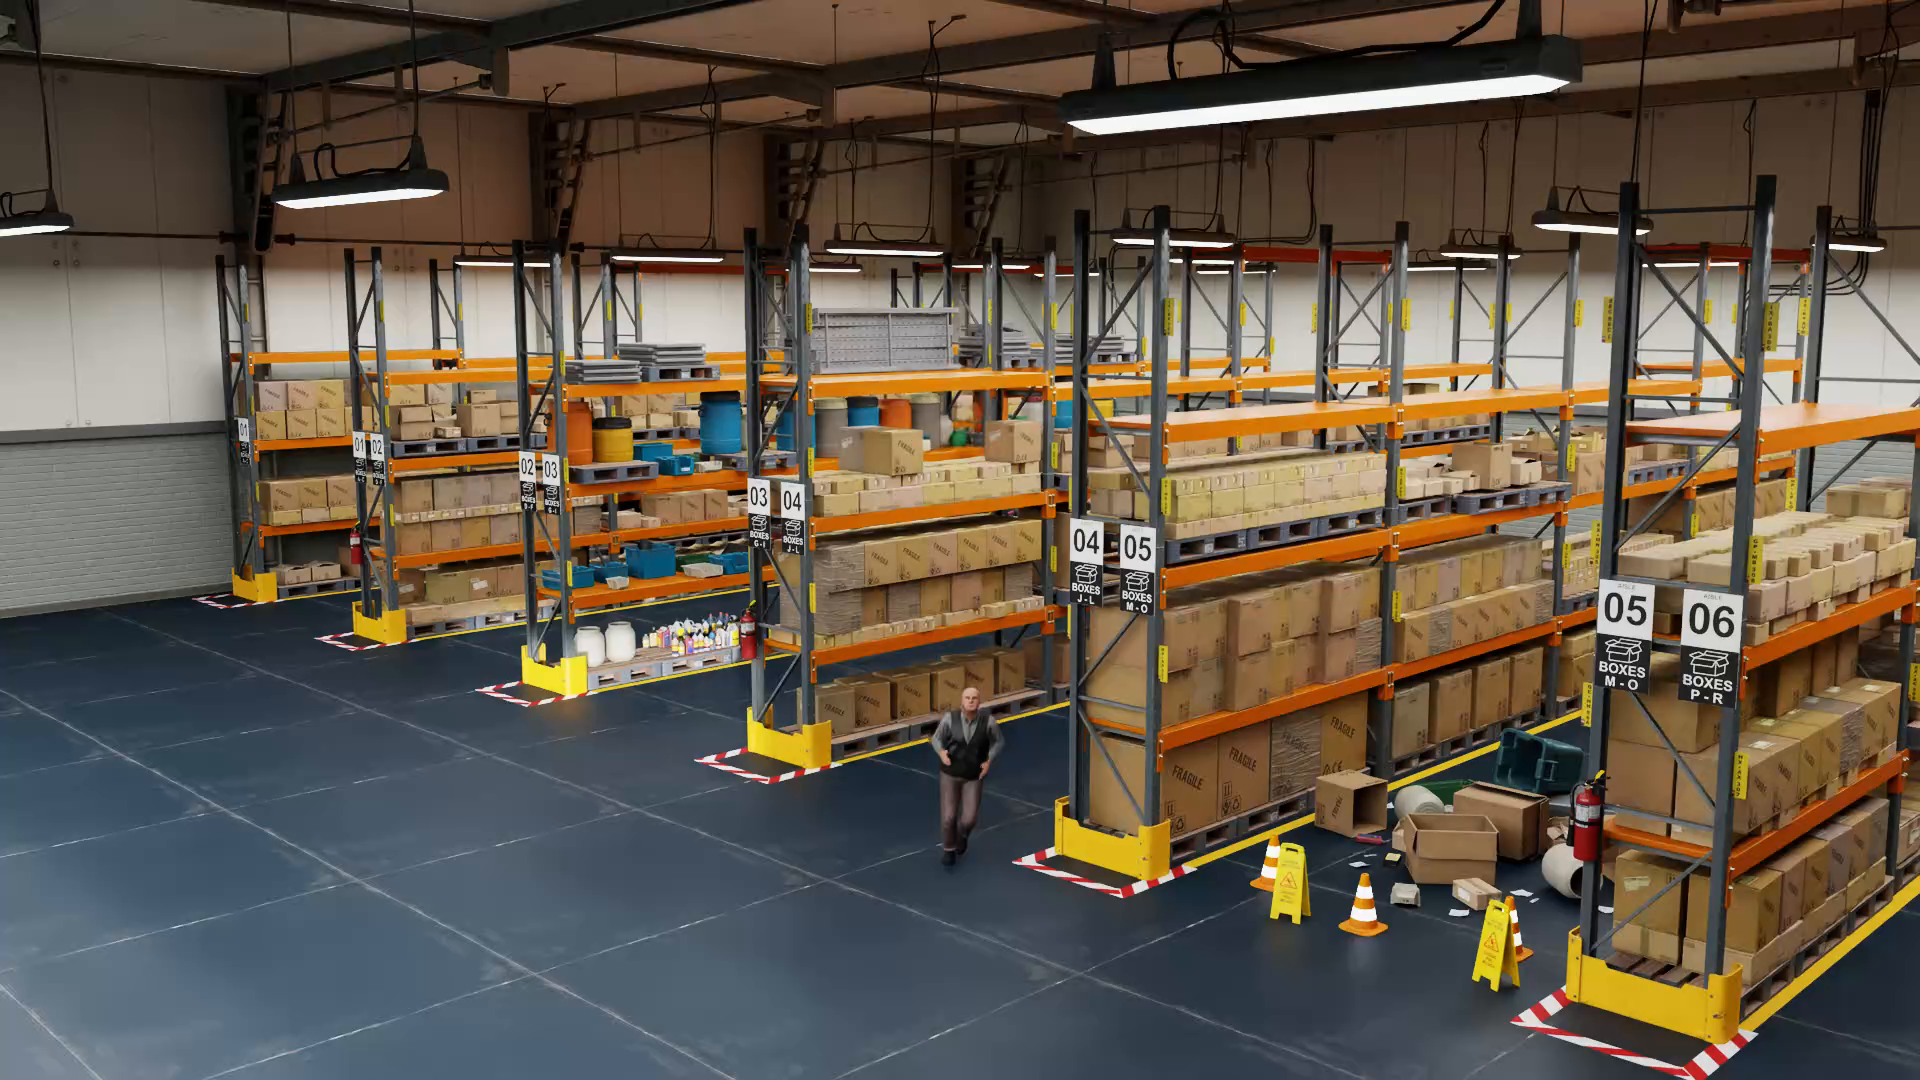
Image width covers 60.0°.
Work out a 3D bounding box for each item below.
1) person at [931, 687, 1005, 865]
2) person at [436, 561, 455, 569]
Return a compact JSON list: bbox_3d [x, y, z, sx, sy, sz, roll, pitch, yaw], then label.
[{"bbox_3d":[0.063,2.182,15.343,0.679,1.670,0.611,1,8,5],"label":"person"},{"bbox_3d":[-8.853,0.295,28.780,0.543,1.575,0.852,6,10,37],"label":"person"}]
